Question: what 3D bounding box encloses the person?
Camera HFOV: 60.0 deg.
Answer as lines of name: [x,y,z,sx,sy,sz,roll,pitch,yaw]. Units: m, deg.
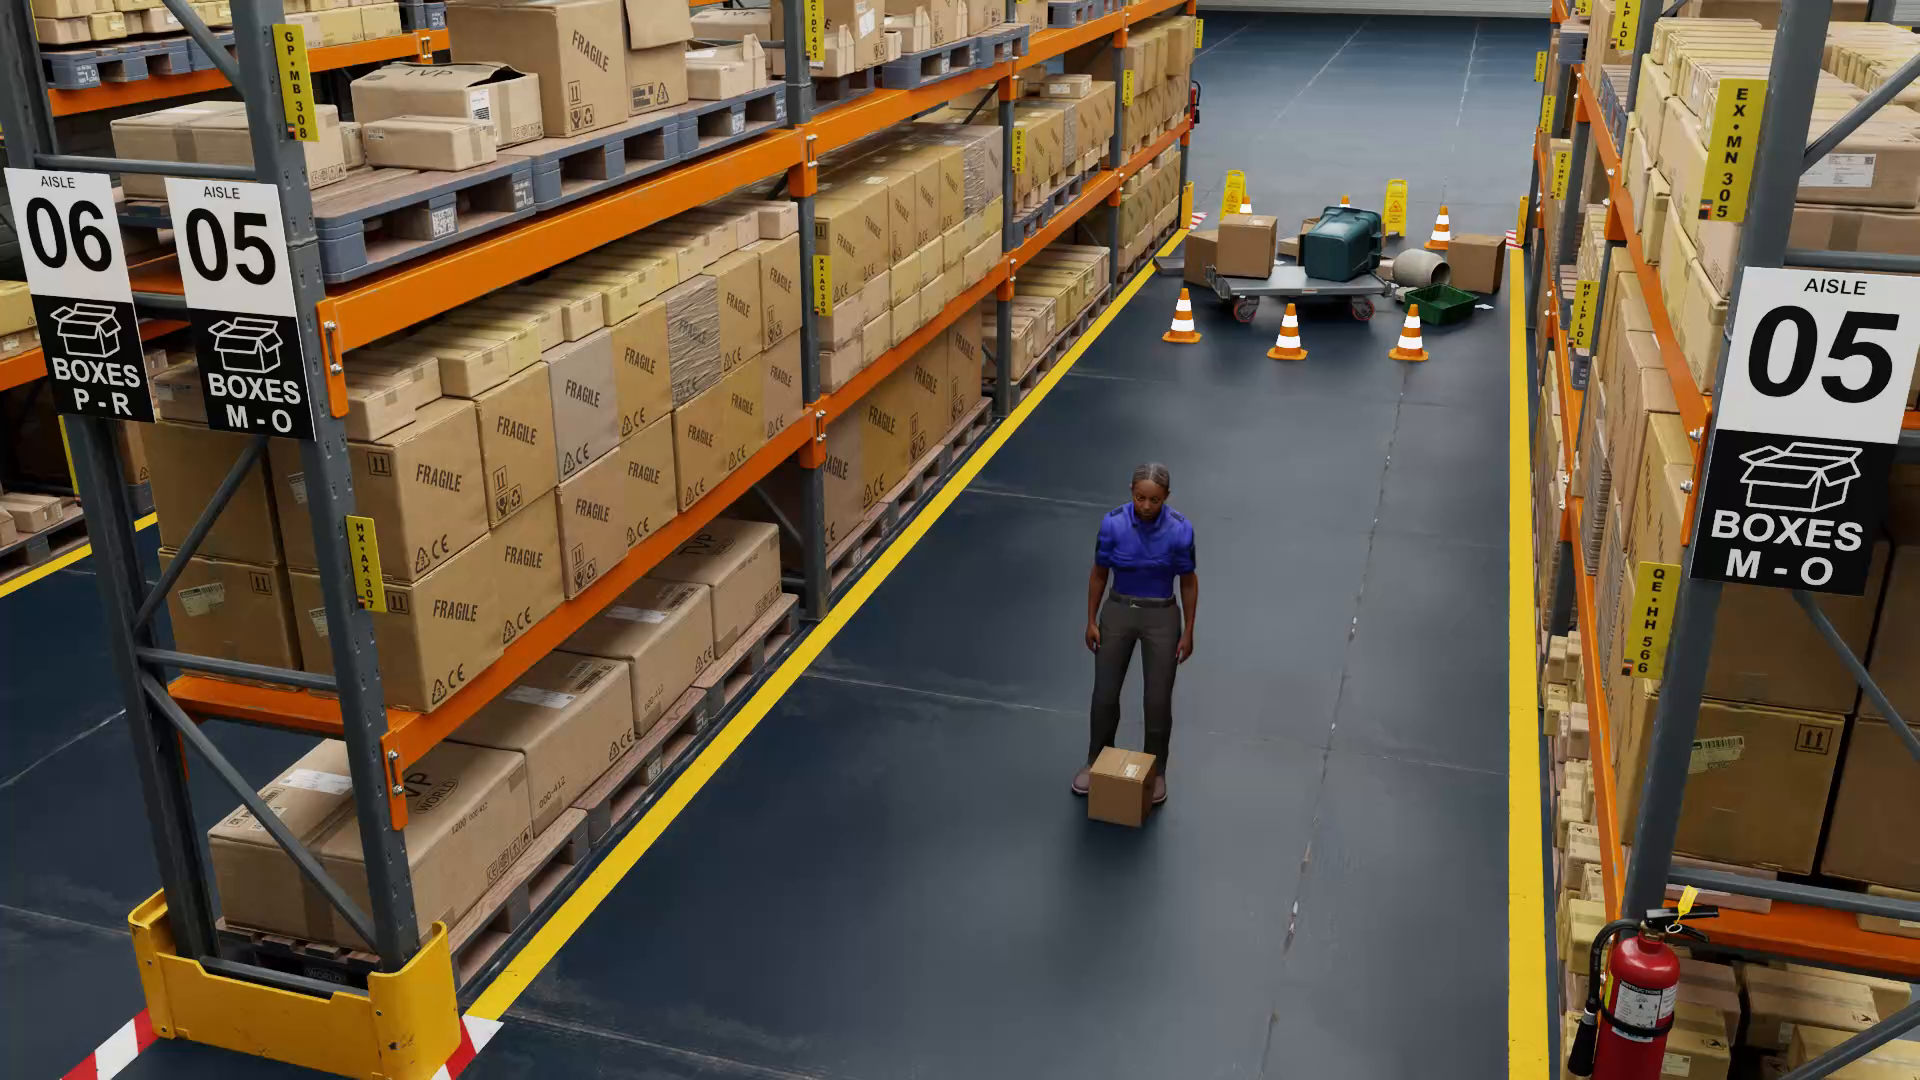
person: [0.811,0.401,7.609,0.530,1.653,0.352,5,23,12]
